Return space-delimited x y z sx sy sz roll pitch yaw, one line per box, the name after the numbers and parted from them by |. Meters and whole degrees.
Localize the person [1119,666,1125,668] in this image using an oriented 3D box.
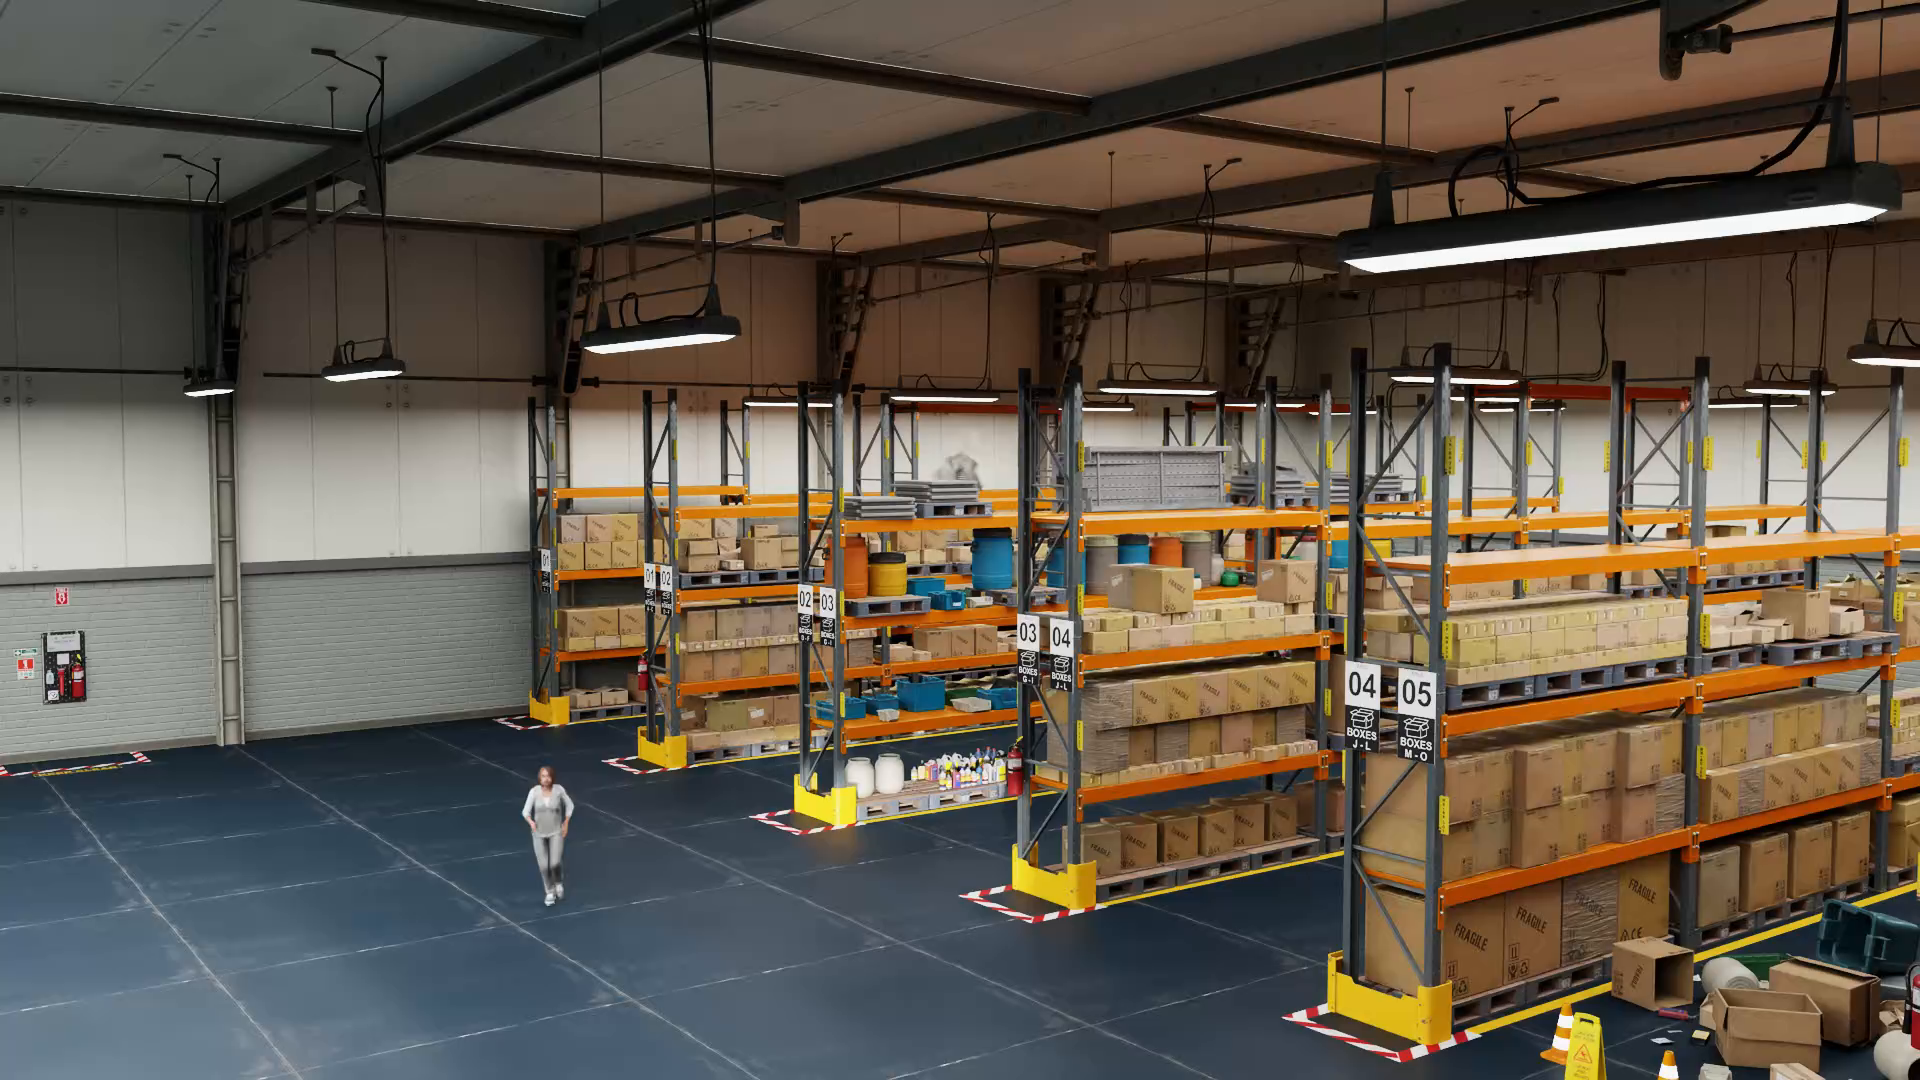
2.647 2.691 28.295 0.620 1.630 0.620 -2 4 -32 | person

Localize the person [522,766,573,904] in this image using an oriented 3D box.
-4.585 3.287 18.467 0.538 1.564 0.536 0 3 -7 | person
